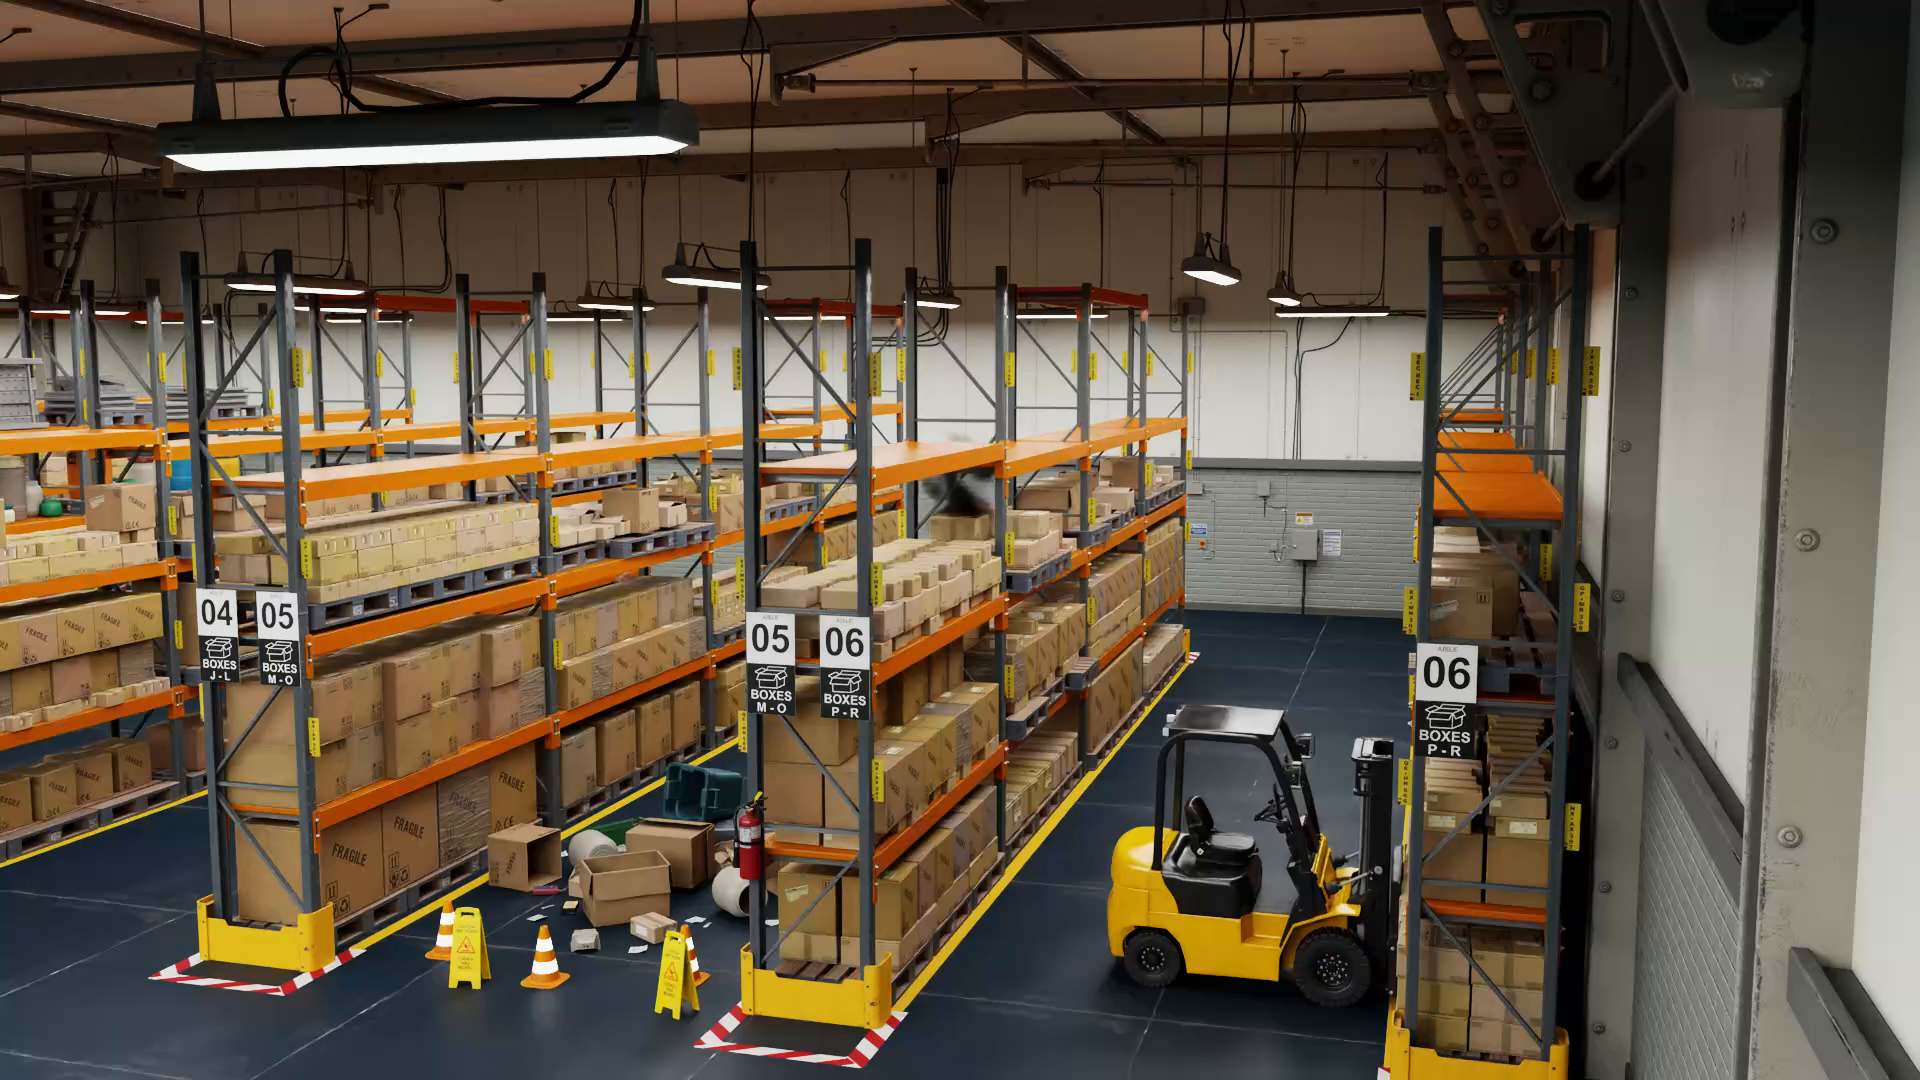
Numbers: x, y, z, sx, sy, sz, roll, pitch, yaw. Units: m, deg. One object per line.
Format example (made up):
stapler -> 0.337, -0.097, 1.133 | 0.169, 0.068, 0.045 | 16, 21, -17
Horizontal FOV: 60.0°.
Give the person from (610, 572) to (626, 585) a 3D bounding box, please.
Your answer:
person -> -5.490, 1.324, 26.752 | 0.629, 1.720, 0.693 | 1, 6, 5
